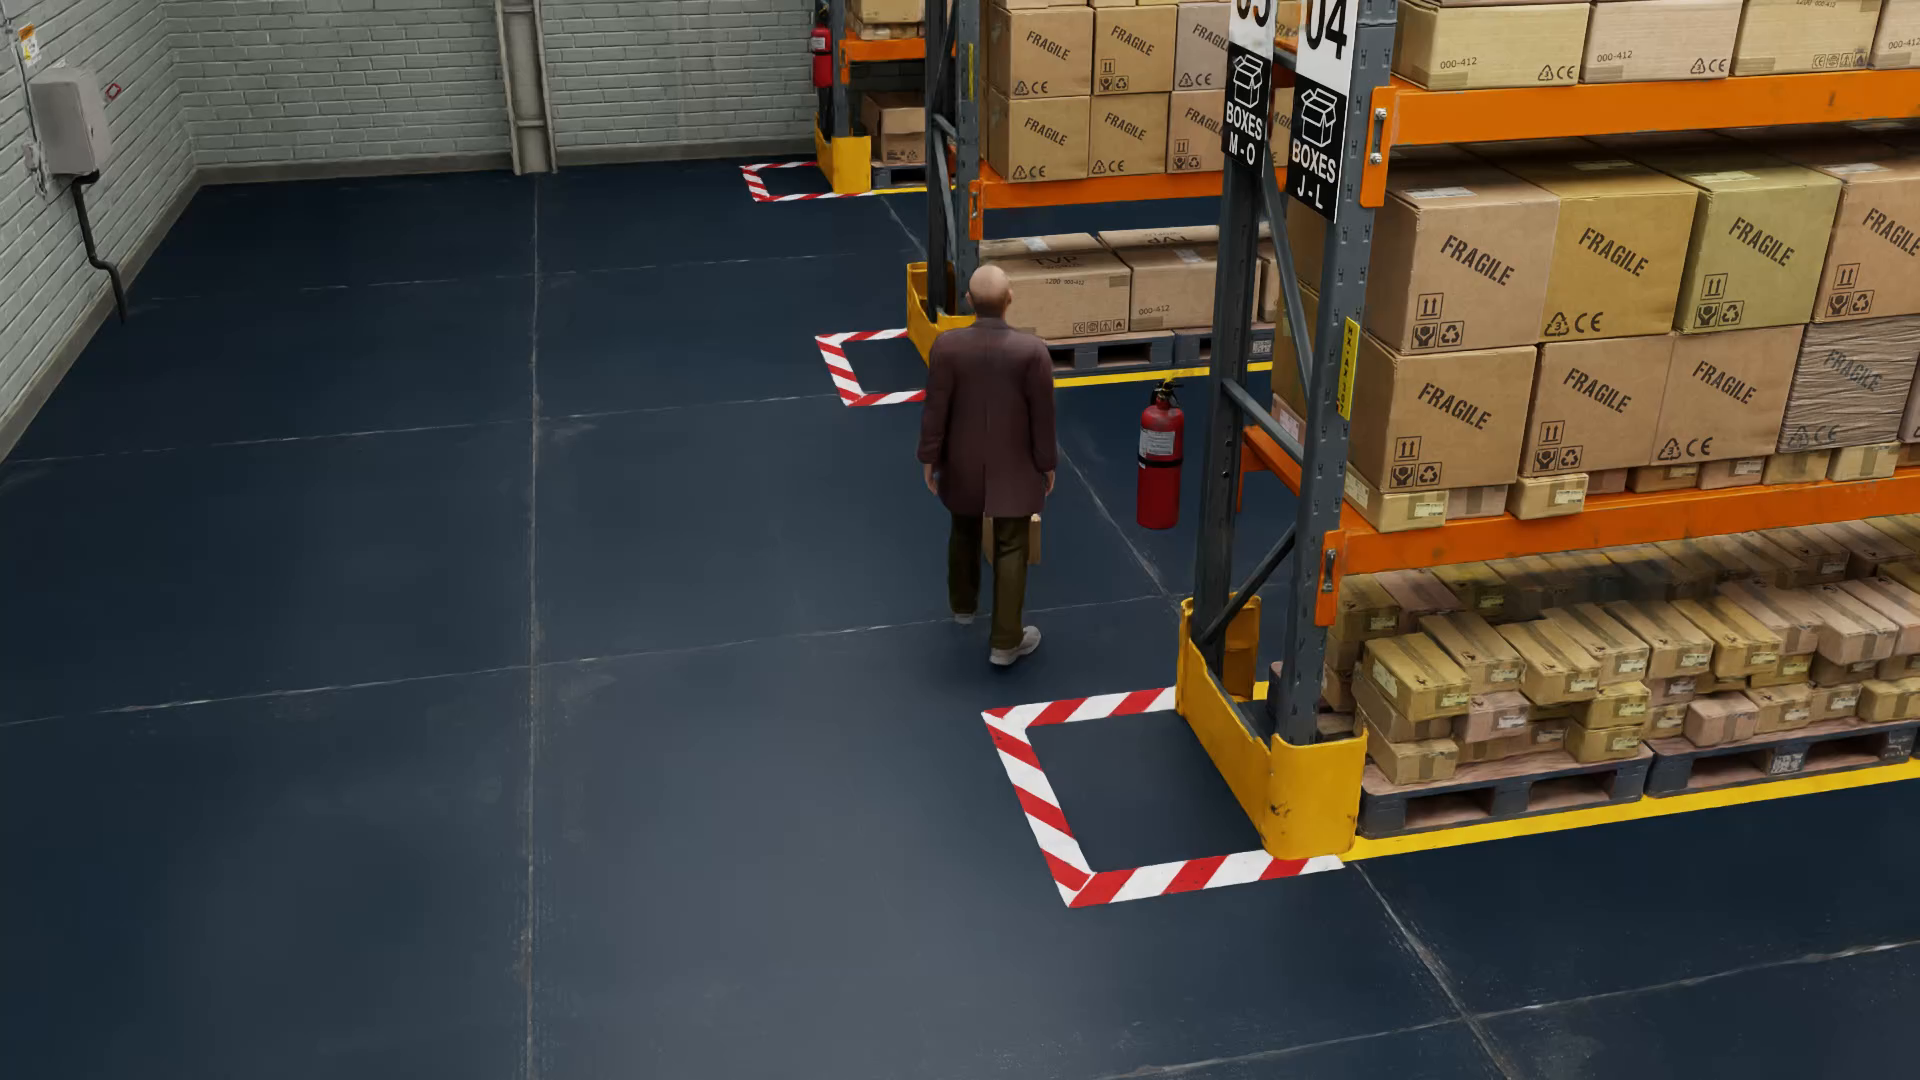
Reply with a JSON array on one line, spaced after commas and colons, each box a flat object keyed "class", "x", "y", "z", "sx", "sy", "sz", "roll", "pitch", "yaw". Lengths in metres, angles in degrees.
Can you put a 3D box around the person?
[{"class": "person", "x": 0.164, "y": -0.485, "z": 7.591, "sx": 0.624, "sy": 1.778, "sz": 0.761, "roll": 5, "pitch": 27, "yaw": 11}]
